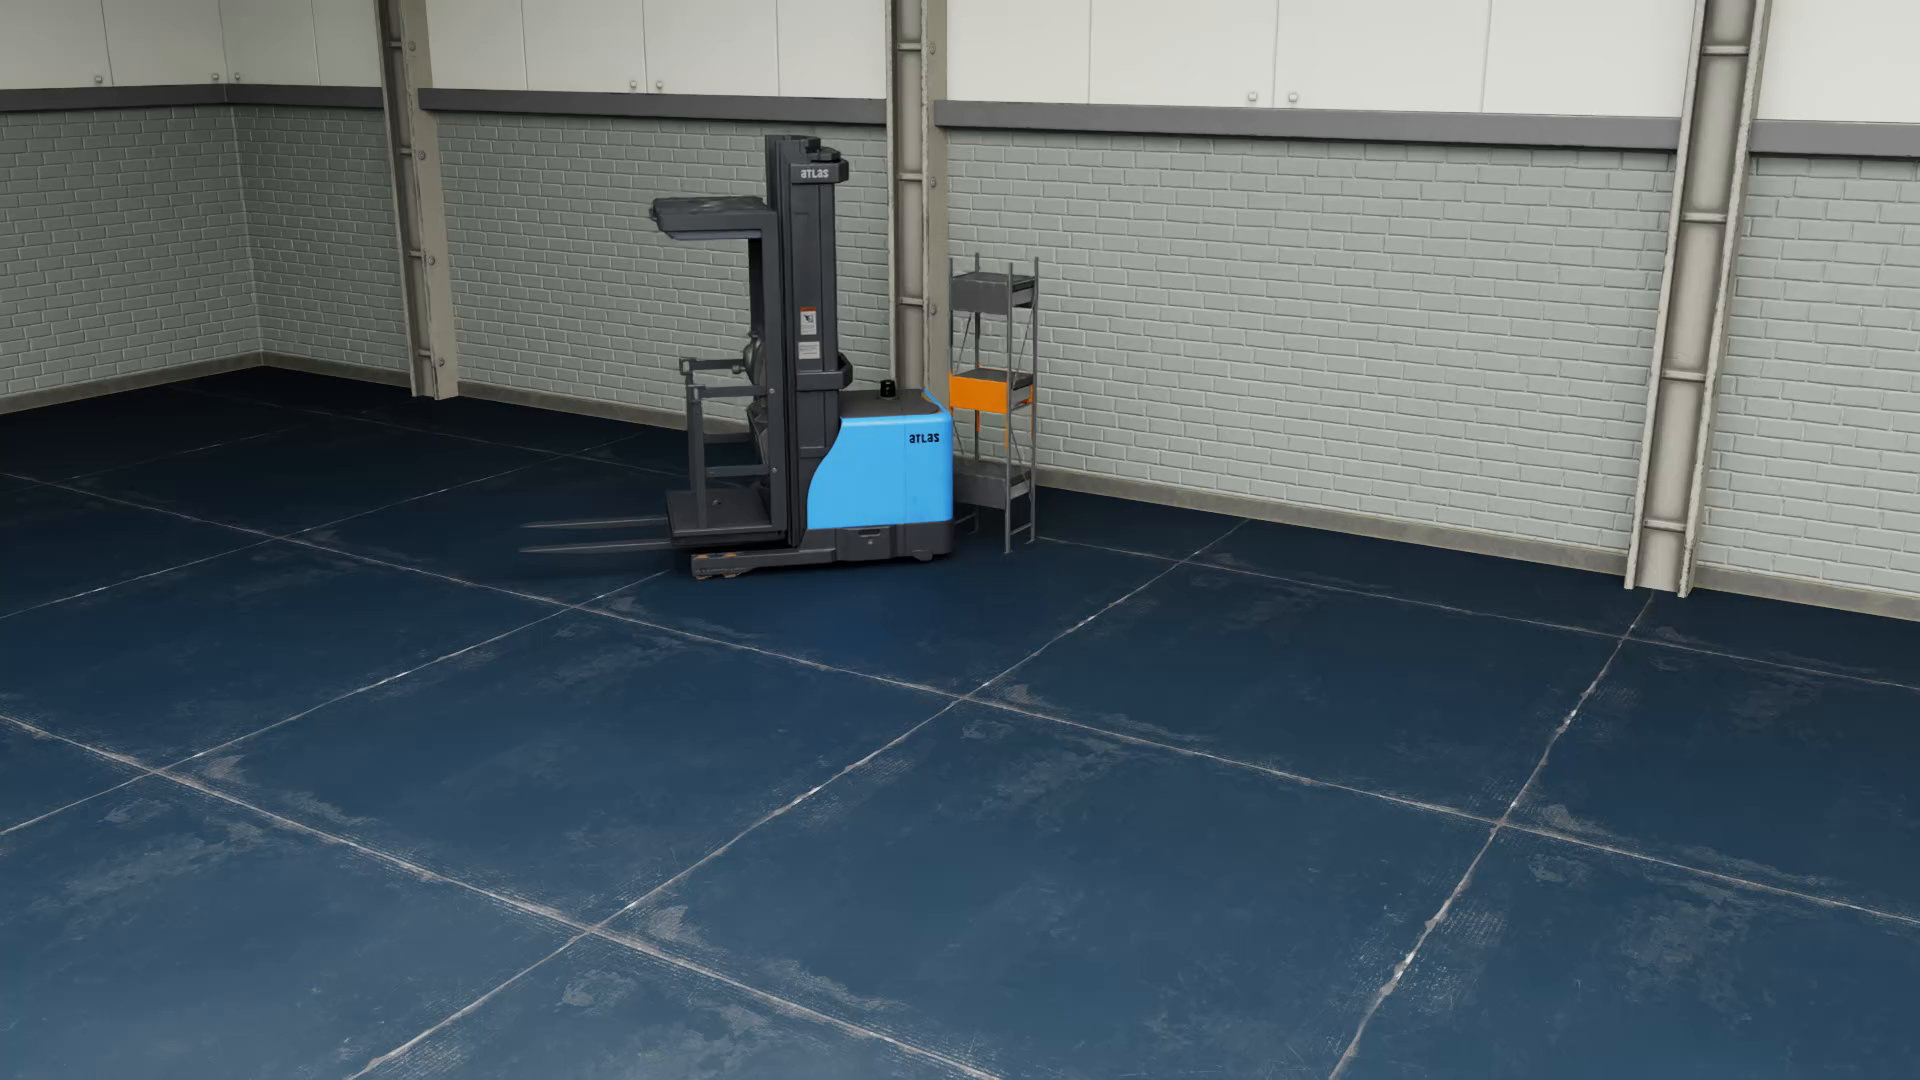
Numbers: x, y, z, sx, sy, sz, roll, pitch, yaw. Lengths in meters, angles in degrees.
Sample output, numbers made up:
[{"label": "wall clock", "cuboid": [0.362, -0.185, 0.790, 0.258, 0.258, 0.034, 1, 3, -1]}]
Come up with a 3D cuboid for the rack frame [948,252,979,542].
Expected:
[{"label": "rack frame", "cuboid": [0.029, -1.022, 12.134, 0.015, 2.100, 0.400, 10, 20, 30]}]

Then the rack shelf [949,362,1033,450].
[{"label": "rack shelf", "cuboid": [0.236, -0.972, 12.015, 0.480, 0.518, 0.431, 10, 20, 30]}]

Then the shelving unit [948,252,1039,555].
[{"label": "shelving unit", "cuboid": [0.236, -0.985, 12.011, 0.503, 2.100, 0.431, 10, 20, 30]}]

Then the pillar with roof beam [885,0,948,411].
[{"label": "pillar with roof beam", "cuboid": [-2.602, -3.835, 9.522, 0.400, 9.000, 9.100, 10, 20, 30]}]

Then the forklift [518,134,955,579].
[{"label": "forklift", "cuboid": [-1.607, -1.298, 11.611, 3.031, 2.935, 1.130, -4, 17, -12]}]

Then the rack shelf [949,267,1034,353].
[{"label": "rack shelf", "cuboid": [0.236, -1.642, 11.812, 0.480, 0.518, 0.431, 10, 20, 30]}]

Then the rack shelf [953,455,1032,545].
[{"label": "rack shelf", "cuboid": [0.236, -0.302, 12.219, 0.480, 0.518, 0.431, 10, 20, 30]}]

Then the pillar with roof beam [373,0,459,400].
[{"label": "pillar with roof beam", "cuboid": [-7.715, -4.747, 12.527, 0.400, 9.000, 9.100, 10, 20, 30]}]

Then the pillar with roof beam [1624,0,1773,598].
[{"label": "pillar with roof beam", "cuboid": [2.510, -2.922, 6.518, 0.400, 9.000, 9.100, 10, 20, 30]}]

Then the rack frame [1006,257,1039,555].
[{"label": "rack frame", "cuboid": [0.444, -0.948, 11.888, 0.015, 2.100, 0.400, 10, 20, 30]}]
